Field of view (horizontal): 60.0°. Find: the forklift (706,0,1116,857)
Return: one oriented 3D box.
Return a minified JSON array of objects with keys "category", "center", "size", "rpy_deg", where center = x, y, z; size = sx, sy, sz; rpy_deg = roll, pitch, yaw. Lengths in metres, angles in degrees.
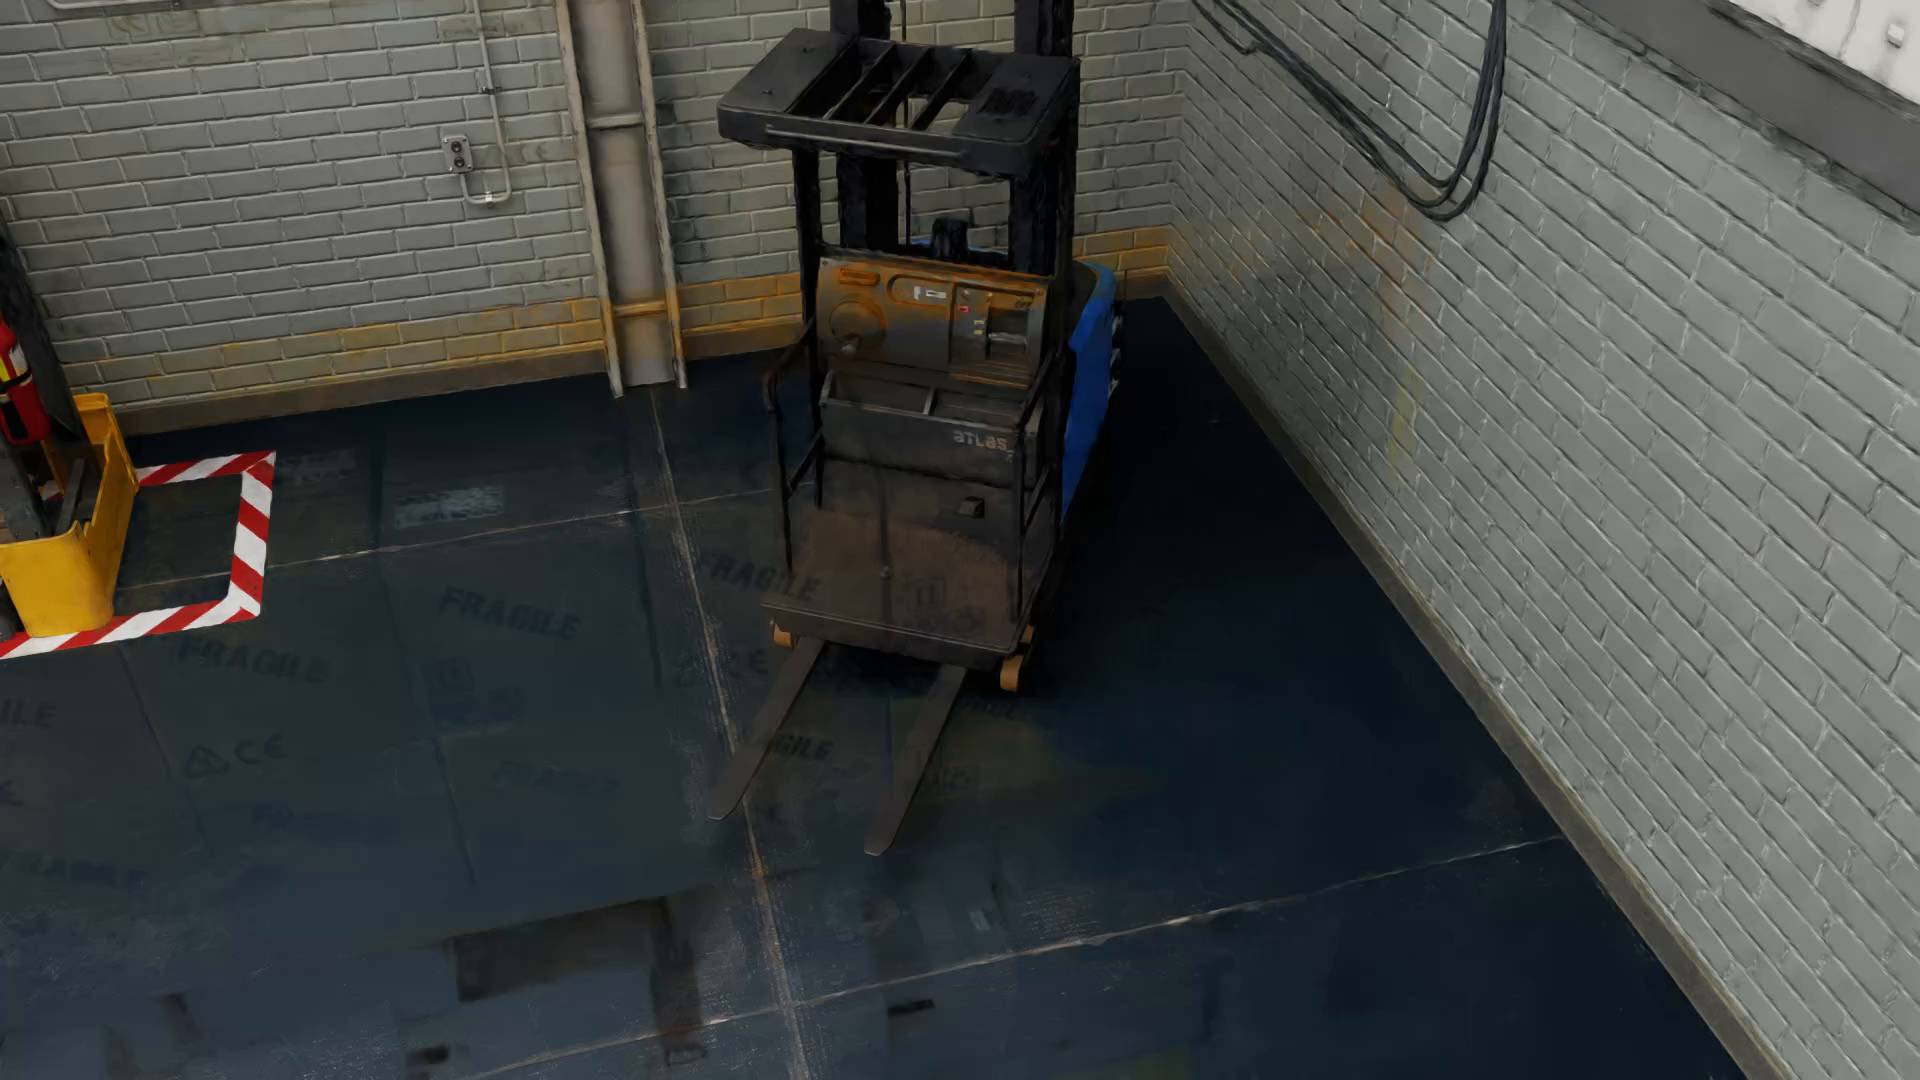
[{"category":"forklift","center":[-0.176,-0.801,6.385],"size":[1.130,2.935,3.031],"rpy_deg":[10,39,13]}]

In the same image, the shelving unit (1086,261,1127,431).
[{"category":"shelving unit","center":[0.663,-0.898,8.184],"size":[0.210,0.900,0.258],"rpy_deg":[12,39,16]}]

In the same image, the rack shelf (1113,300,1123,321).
[{"category":"rack shelf","center":[0.663,-1.086,8.040],"size":[0.200,0.077,0.258],"rpy_deg":[12,39,16]}]

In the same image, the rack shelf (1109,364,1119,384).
[{"category":"rack shelf","center":[0.663,-0.800,8.258],"size":[0.200,0.077,0.258],"rpy_deg":[12,39,16]}]

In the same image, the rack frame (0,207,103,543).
[{"category":"rack frame","center":[-4.050,-1.124,6.750],"size":[0.127,3.000,1.000],"rpy_deg":[-9,38,-12]}]

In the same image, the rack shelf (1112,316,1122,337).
[{"category":"rack shelf","center":[0.663,-1.015,8.094],"size":[0.200,0.077,0.258],"rpy_deg":[12,39,16]}]

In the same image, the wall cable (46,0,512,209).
[{"category":"wall cable","center":[-3.060,-2.285,7.432],"size":[1.851,1.984,0.084],"rpy_deg":[-9,38,-12]}]

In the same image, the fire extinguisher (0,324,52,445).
[{"category":"fire extinguisher","center":[-3.784,-0.698,6.564],"size":[0.183,0.674,0.296],"rpy_deg":[-9,38,-12]}]

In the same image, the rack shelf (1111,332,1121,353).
[{"category":"rack shelf","center":[0.663,-0.943,8.149],"size":[0.200,0.077,0.258],"rpy_deg":[12,39,16]}]

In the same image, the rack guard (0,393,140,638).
[{"category":"rack guard","center":[-4.026,-0.135,7.515],"size":[0.348,0.500,1.175],"rpy_deg":[-9,38,-12]}]

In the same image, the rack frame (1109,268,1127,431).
[{"category":"rack frame","center":[0.759,-0.877,8.156],"size":[0.006,0.900,0.240],"rpy_deg":[12,39,16]}]

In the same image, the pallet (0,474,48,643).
[{"category":"pallet","center":[-4.801,0.156,7.372],"size":[1.213,0.211,1.003],"rpy_deg":[-9,38,-12]}]

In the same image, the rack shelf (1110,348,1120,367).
[{"category":"rack shelf","center":[0.663,-0.872,8.204],"size":[0.200,0.077,0.258],"rpy_deg":[12,39,16]}]

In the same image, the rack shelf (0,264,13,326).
[{"category":"rack shelf","center":[-5.980,-0.521,6.555],"size":[4.000,0.370,1.077],"rpy_deg":[-9,38,-12]}]

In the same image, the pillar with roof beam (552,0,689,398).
[{"category":"pillar with roof beam","center":[-0.546,-1.916,2.849],"size":[0.400,9.000,9.100],"rpy_deg":[-9,38,-12]}]

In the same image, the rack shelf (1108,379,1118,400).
[{"category":"rack shelf","center":[0.663,-0.729,8.313],"size":[0.200,0.077,0.258],"rpy_deg":[12,39,16]}]

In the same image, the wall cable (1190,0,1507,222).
[{"category":"wall cable","center":[1.504,-2.959,6.768],"size":[0.112,2.526,3.097],"rpy_deg":[-9,38,-12]}]
